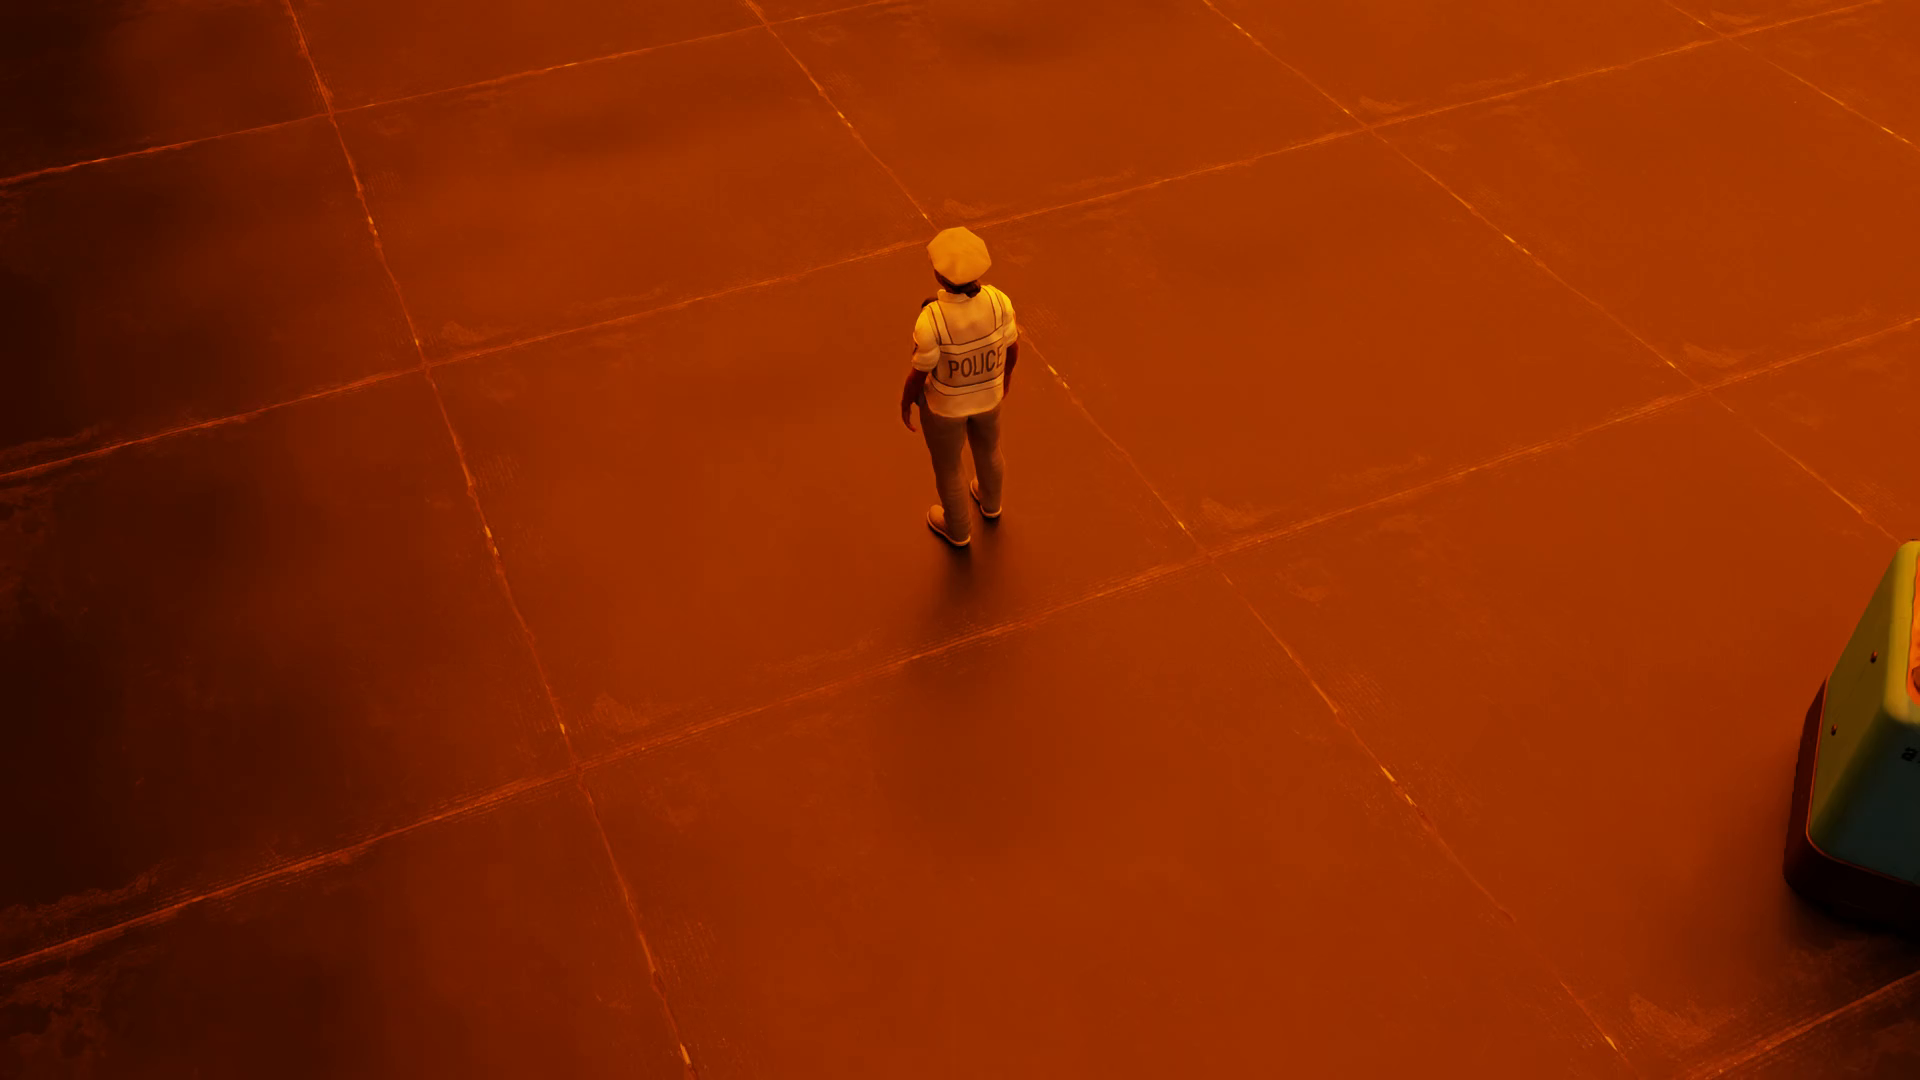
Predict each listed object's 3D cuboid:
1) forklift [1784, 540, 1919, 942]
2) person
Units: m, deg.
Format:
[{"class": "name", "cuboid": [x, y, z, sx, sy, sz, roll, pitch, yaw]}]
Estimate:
[{"class": "forklift", "cuboid": [4.708, 0.425, 5.224, 3.031, 2.935, 1.130, 18, 46, 18]}, {"class": "person", "cuboid": [-0.013, -0.677, 7.301, 0.569, 1.695, 0.528, -18, 46, -18]}]
